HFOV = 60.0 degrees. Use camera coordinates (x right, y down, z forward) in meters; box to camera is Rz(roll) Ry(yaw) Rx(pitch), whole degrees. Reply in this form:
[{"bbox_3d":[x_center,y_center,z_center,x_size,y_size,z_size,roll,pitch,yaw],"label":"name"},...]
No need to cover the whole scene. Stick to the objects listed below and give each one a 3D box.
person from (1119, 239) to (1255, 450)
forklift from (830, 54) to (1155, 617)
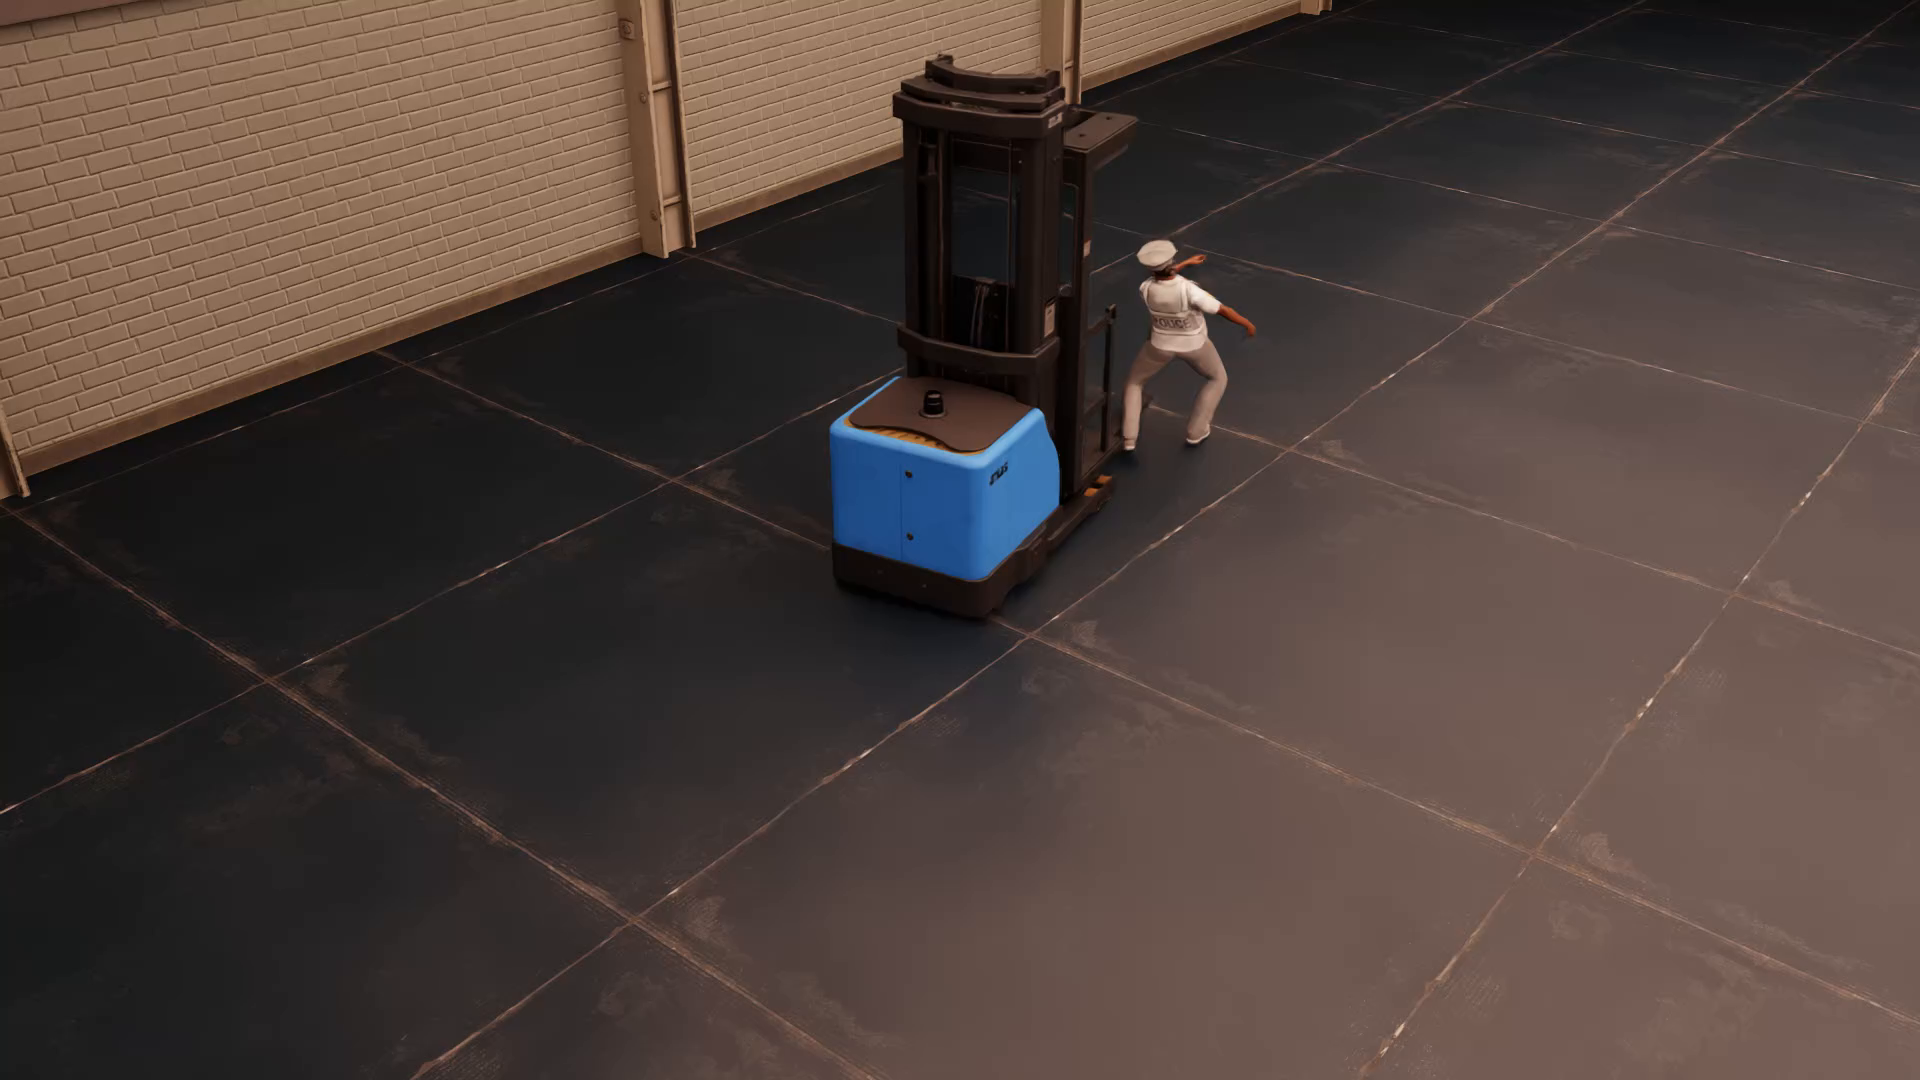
[{"bbox_3d":[1.556,-1.355,11.290,0.871,1.492,0.800,5,31,8],"label":"person"},{"bbox_3d":[0.377,-1.538,10.227,1.130,2.935,3.031,15,34,24],"label":"forklift"}]
